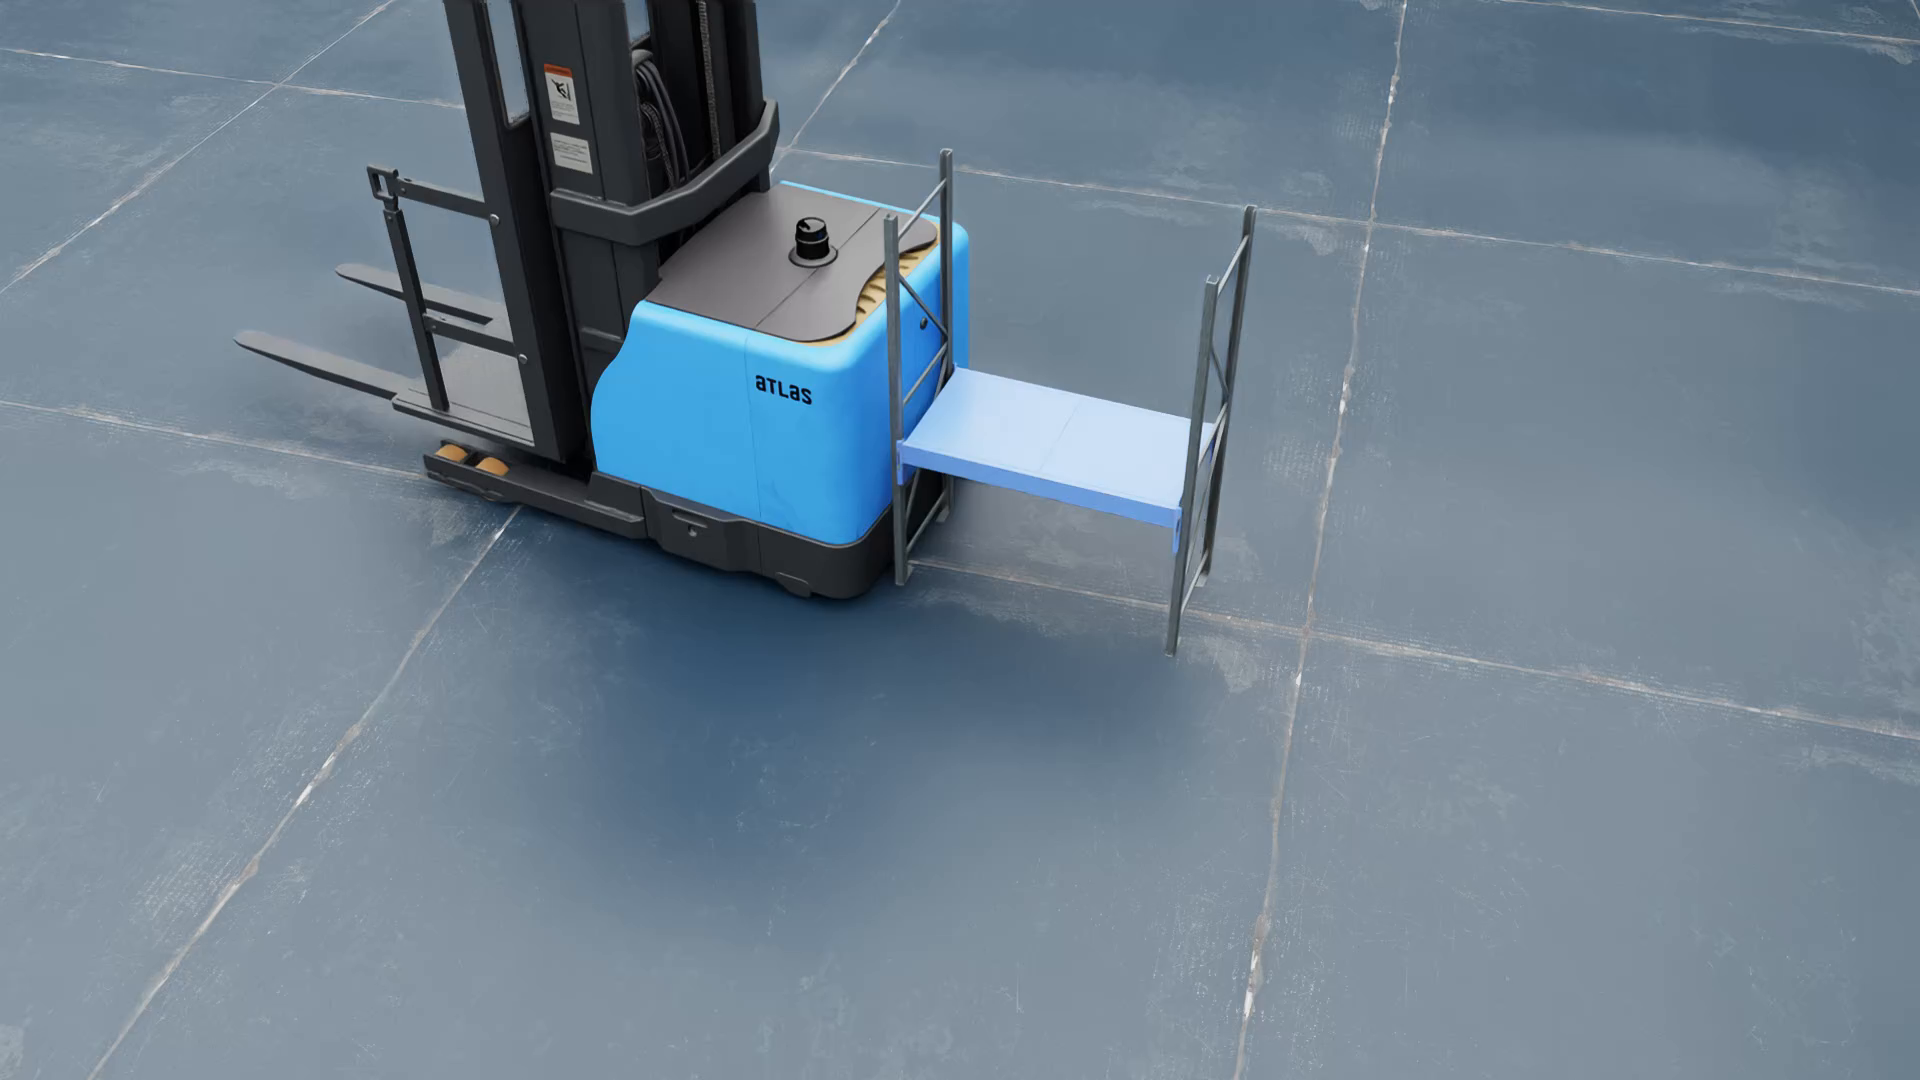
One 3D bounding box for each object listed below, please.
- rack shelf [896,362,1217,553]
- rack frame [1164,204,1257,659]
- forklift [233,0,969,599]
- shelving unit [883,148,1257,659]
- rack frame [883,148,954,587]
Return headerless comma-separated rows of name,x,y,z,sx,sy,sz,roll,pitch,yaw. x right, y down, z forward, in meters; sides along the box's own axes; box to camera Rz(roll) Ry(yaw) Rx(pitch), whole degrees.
rack shelf,0.343,-0.298,5.719,1.000,0.185,0.538,14,42,16
rack frame,0.816,-0.316,5.460,0.032,1.500,0.500,14,42,16
forklift,-1.509,-1.560,5.828,3.031,2.935,1.130,17,43,19
shelving unit,0.343,-0.436,5.603,1.048,1.500,0.538,14,42,16
rack frame,-0.130,-0.557,5.747,0.032,1.500,0.500,14,42,16
